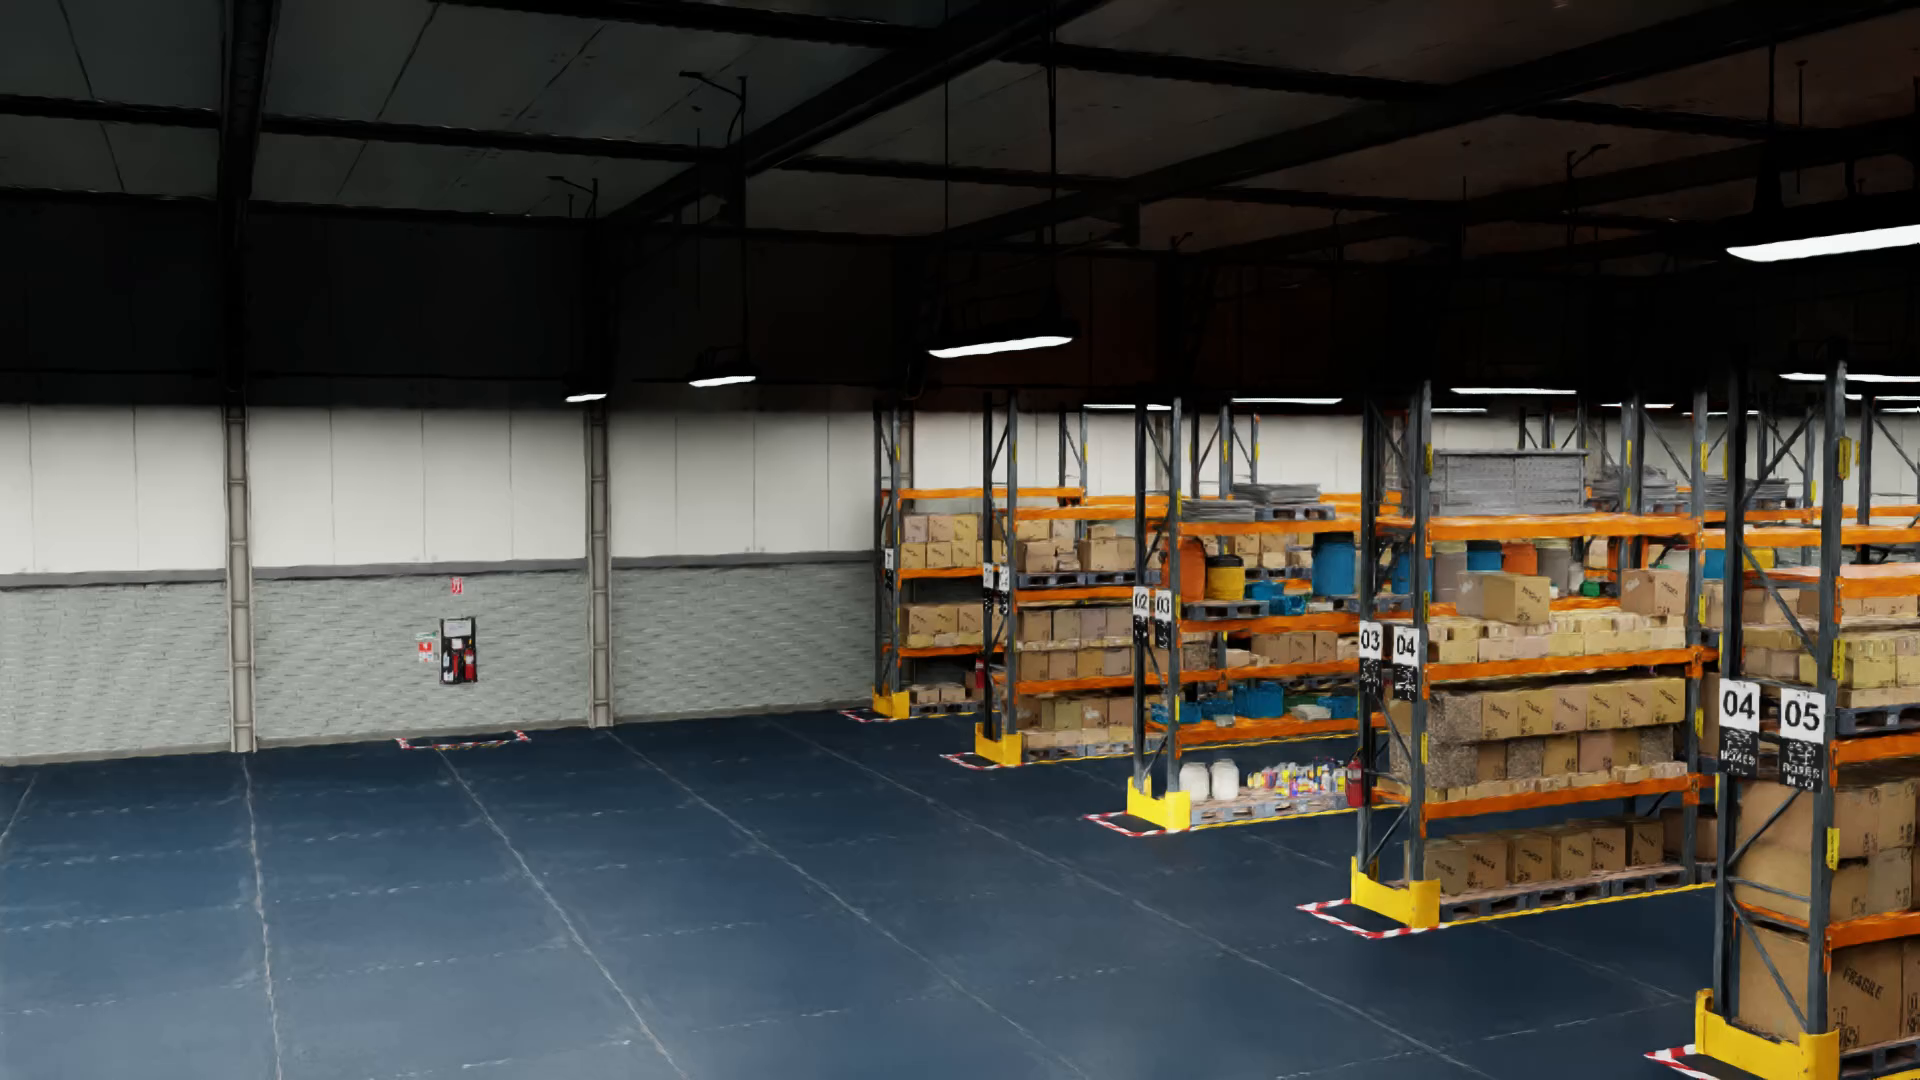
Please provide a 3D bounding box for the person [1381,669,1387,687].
[{"bbox_3d":[8.030,2.400,32.630,1.122,1.706,0.566,-1,4,-22],"label":"person"}]

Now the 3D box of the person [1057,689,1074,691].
[{"bbox_3d":[2.032,2.539,29.687,0.673,1.763,0.580,0,3,8],"label":"person"}]
